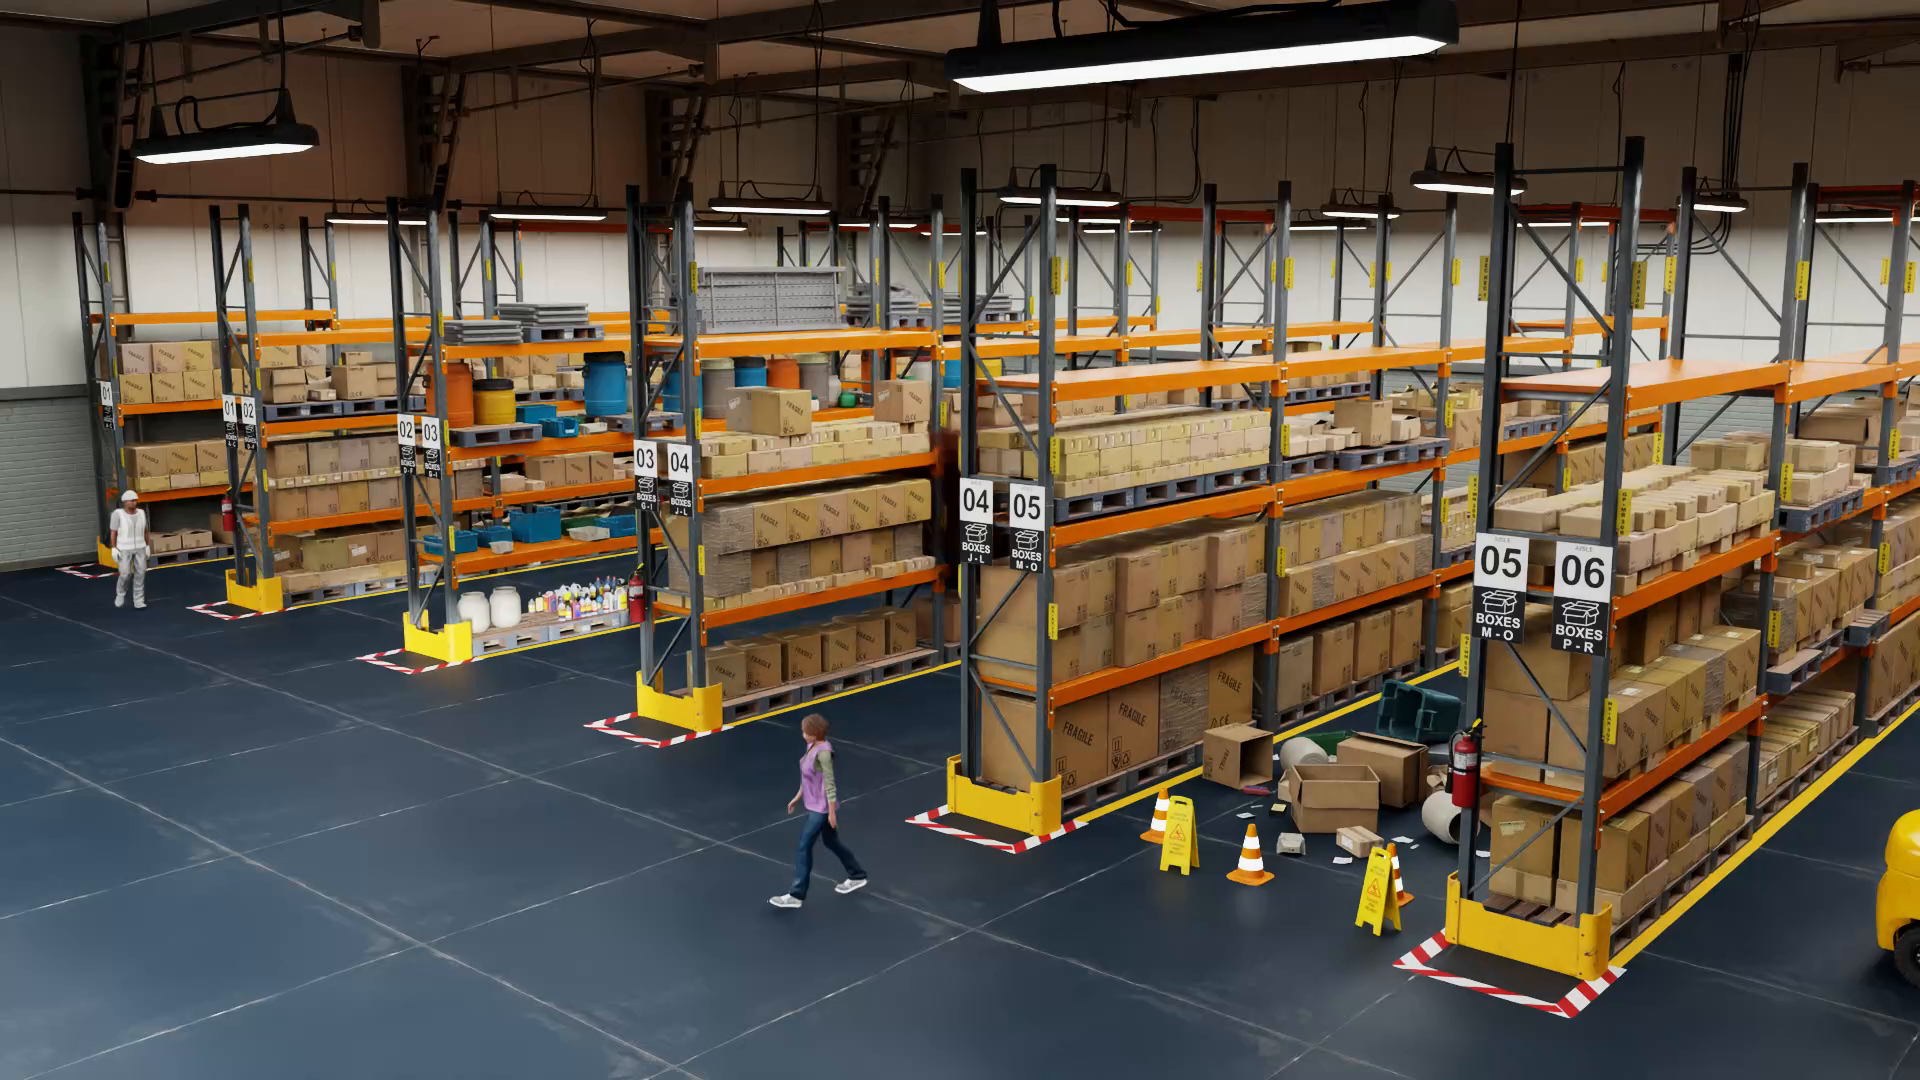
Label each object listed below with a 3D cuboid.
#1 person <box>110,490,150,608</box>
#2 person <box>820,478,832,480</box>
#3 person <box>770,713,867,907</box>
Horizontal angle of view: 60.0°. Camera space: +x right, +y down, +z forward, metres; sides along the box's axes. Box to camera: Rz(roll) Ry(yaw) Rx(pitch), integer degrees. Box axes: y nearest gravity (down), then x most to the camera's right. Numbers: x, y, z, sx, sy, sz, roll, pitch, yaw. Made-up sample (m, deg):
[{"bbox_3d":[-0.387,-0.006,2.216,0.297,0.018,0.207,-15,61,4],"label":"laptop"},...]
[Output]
[{"bbox_3d":[-12.460,0.138,24.948,0.462,1.783,0.590,7,12,38],"label":"person"},{"bbox_3d":[-2.017,-0.200,25.329,0.676,1.734,1.114,5,11,26],"label":"person"},{"bbox_3d":[-1.156,2.170,13.507,0.817,1.561,0.426,-1,10,-9],"label":"person"}]
